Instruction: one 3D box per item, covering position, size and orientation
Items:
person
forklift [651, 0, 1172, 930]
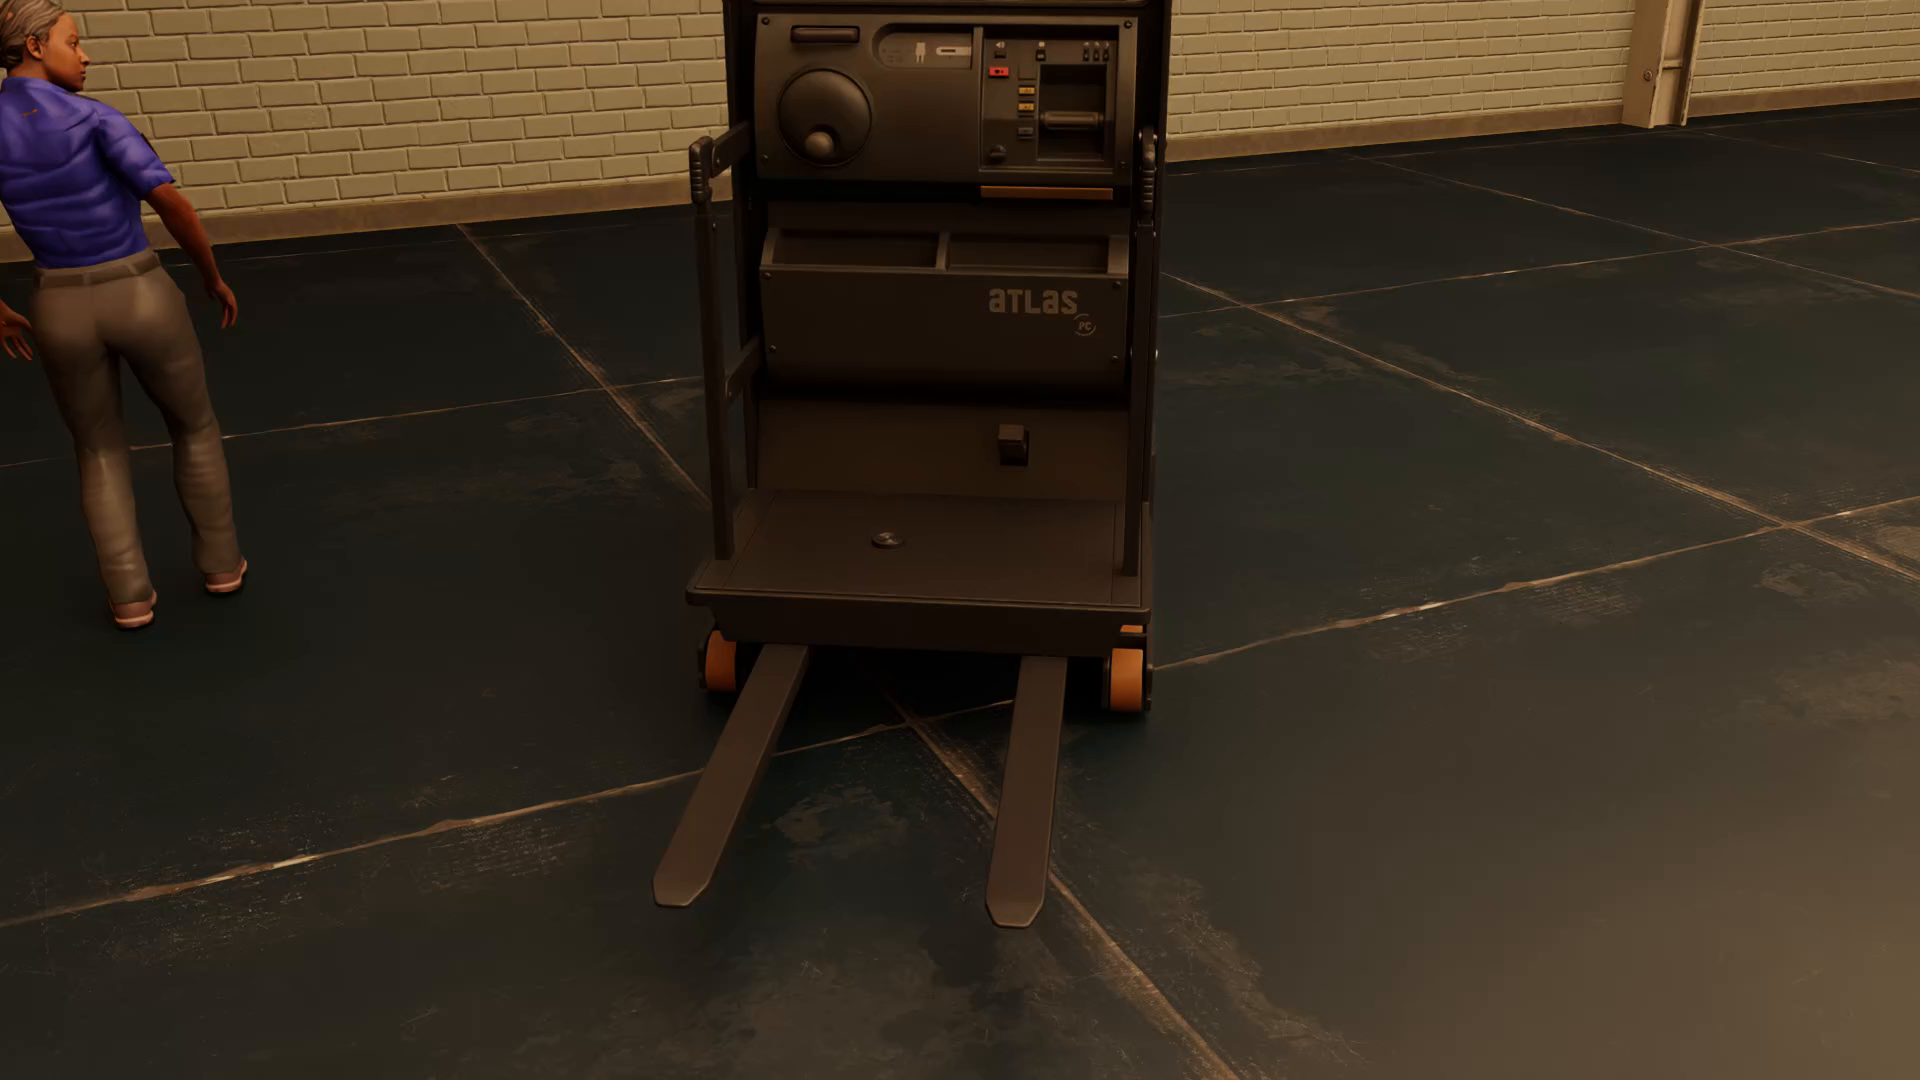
[{"bbox_3d":[-2.265,-0.593,4.408,0.663,1.637,0.471,-5,23,-12],"label":"person"},{"bbox_3d":[-0.058,-1.063,3.846,1.130,2.935,3.031,2,23,5],"label":"forklift"}]
